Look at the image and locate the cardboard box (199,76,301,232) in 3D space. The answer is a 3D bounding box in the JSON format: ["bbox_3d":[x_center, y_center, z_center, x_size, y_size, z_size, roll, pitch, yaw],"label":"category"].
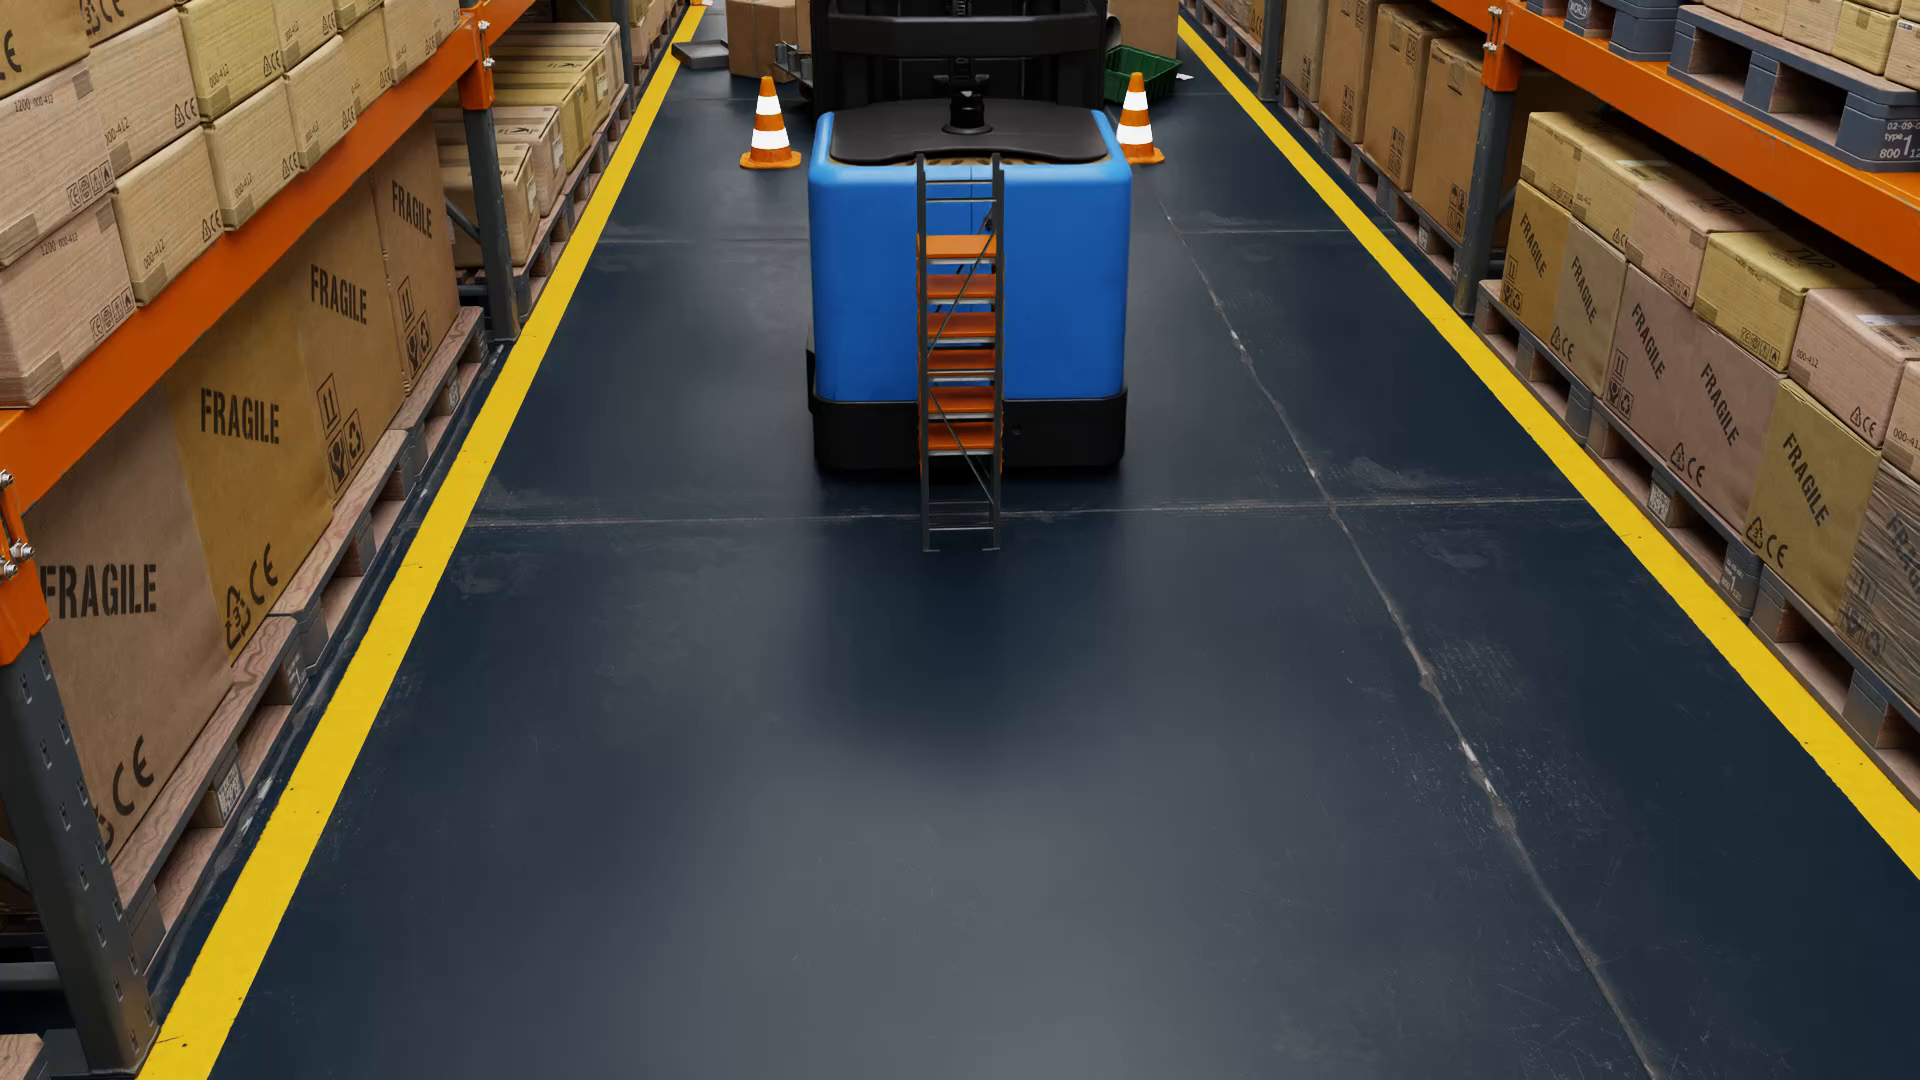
[{"bbox_3d":[-1.904,-0.918,3.928,0.500,0.250,0.500,-2,28,-3],"label":"cardboard box"}]

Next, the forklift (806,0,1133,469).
[{"bbox_3d":[-0.015,-2.177,6.255,1.130,2.935,3.031,-1,28,-2],"label":"forklift"}]

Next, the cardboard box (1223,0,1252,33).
[{"bbox_3d":[2.401,-4.112,11.733,0.875,0.875,0.875,-1,28,-2],"label":"cardboard box"}]

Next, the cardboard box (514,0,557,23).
[{"bbox_3d":[-2.822,-3.559,10.539,0.500,0.500,0.500,-2,28,-3],"label":"cardboard box"}]

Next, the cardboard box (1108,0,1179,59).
[{"bbox_3d":[1.309,-3.744,11.885,0.500,0.500,0.500,3,28,6],"label":"cardboard box"}]

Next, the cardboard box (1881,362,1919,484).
[{"bbox_3d":[2.541,-0.213,3.853,0.500,0.250,0.500,-2,28,-4],"label":"cardboard box"}]

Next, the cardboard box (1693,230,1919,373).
[{"bbox_3d":[2.486,-0.694,4.776,0.500,0.250,0.500,-3,28,-5],"label":"cardboard box"}]

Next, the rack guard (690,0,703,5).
[{"bbox_3d":[-2.728,-4.697,13.715,1.175,0.500,0.348,-1,28,-3],"label":"rack guard"}]

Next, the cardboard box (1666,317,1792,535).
[{"bbox_3d":[2.493,-0.352,4.931,0.500,0.500,0.500,-2,28,-4],"label":"cardboard box"}]

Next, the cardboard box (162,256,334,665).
[{"bbox_3d":[-2.273,-0.244,4.318,0.875,0.875,0.875,-1,28,-1],"label":"cardboard box"}]

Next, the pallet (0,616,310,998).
[{"bbox_3d":[-2.221,0.583,3.903,1.003,0.211,1.213,-1,28,-3],"label":"pallet"}]

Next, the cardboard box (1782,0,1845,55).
[{"bbox_3d":[2.529,-1.443,4.590,0.380,0.149,0.250,-2,28,-4],"label":"cardboard box"}]

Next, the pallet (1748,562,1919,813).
[{"bbox_3d":[2.790,0.412,4.231,1.003,0.211,1.213,-1,28,-3],"label":"pallet"}]

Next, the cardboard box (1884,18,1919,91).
[{"bbox_3d":[2.556,-1.197,4.120,0.380,0.149,0.250,-3,28,-5],"label":"cardboard box"}]

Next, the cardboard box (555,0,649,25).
[{"bbox_3d":[-2.284,-3.572,10.562,0.500,0.500,0.500,0,28,0],"label":"cardboard box"}]

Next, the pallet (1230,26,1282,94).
[{"bbox_3d":[2.453,-3.276,11.303,1.003,0.211,1.213,-1,28,-3],"label":"pallet"}]

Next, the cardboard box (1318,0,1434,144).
[{"bbox_3d":[2.584,-2.618,9.004,1.050,0.750,0.750,-1,28,-3],"label":"cardboard box"}]

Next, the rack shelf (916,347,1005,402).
[{"bbox_3d":[-0.001,-0.499,5.006,0.258,0.103,0.180,-1,28,-3],"label":"rack shelf"}]

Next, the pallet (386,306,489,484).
[{"bbox_3d":[-2.349,-0.543,6.064,1.003,0.211,1.213,-1,28,-3],"label":"pallet"}]

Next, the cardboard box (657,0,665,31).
[{"bbox_3d":[-2.354,-3.730,11.678,0.500,0.250,0.500,-2,28,-3],"label":"cardboard box"}]

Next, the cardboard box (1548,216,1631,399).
[{"bbox_3d":[2.435,-0.825,5.837,0.500,0.500,0.500,-1,28,-2],"label":"cardboard box"}]

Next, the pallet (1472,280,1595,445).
[{"bbox_3d":[2.663,-0.715,6.392,1.003,0.211,1.213,-1,28,-3],"label":"pallet"}]

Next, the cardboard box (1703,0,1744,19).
[{"bbox_3d":[2.506,-1.679,5.044,0.380,0.149,0.250,-1,28,-1],"label":"cardboard box"}]

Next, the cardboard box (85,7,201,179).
[{"bbox_3d":[-1.902,-0.904,3.361,0.500,0.250,0.500,-1,28,-2],"label":"cardboard box"}]

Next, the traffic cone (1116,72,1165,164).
[{"bbox_3d":[0.977,-2.379,9.310,0.336,0.463,0.334,-1,28,-3],"label":"traffic cone"}]

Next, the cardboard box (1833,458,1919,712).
[{"bbox_3d":[2.542,0.122,4.022,0.500,0.500,0.500,-2,28,-4],"label":"cardboard box"}]

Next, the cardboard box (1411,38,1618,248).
[{"bbox_3d":[2.682,-1.784,7.406,1.050,0.750,0.750,-2,28,-3],"label":"cardboard box"}]

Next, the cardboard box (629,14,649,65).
[{"bbox_3d":[-2.284,-3.239,10.736,0.500,0.250,0.500,-3,28,-5],"label":"cardboard box"}]

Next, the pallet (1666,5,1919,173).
[{"bbox_3d":[2.768,-1.314,4.733,1.003,0.211,1.213,-1,28,-3],"label":"pallet"}]

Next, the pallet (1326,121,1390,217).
[{"bbox_3d":[2.597,-2.004,8.863,1.003,0.211,1.213,-1,28,-3],"label":"pallet"}]

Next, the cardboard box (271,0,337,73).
[{"bbox_3d":[-1.930,-1.371,4.257,0.500,0.250,0.500,-2,28,-4],"label":"cardboard box"}]

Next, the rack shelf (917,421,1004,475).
[{"bbox_3d":[-0.001,-0.286,5.117,0.258,0.103,0.180,-1,28,-3],"label":"rack shelf"}]

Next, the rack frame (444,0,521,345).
[{"bbox_3d":[-2.314,-2.146,6.120,1.000,3.000,0.127,-1,28,-3],"label":"rack frame"}]

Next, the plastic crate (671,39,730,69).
[{"bbox_3d":[-1.786,-3.443,11.766,0.402,0.080,0.583,-11,30,-20],"label":"plastic crate"}]

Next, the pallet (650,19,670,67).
[{"bbox_3d":[-2.660,-3.631,11.983,1.003,0.211,1.213,-1,28,-3],"label":"pallet"}]

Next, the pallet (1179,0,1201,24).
[{"bbox_3d":[2.326,-4.403,13.463,1.003,0.211,1.213,-1,28,-3],"label":"pallet"}]

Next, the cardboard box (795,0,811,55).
[{"bbox_3d":[-0.747,-3.277,10.174,0.500,0.500,0.500,-1,28,-3],"label":"cardboard box"}]

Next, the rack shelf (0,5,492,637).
[{"bbox_3d":[-2.210,-0.903,4.516,1.077,0.370,4.000,-1,28,-3],"label":"rack shelf"}]

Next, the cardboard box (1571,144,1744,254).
[{"bbox_3d":[2.444,-1.164,5.676,0.500,0.250,0.500,-2,28,-3],"label":"cardboard box"}]

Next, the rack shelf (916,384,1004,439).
[{"bbox_3d":[-0.001,-0.393,5.061,0.258,0.103,0.180,-1,28,-3],"label":"rack shelf"}]

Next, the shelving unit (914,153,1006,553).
[{"bbox_3d":[-0.001,-0.539,4.985,0.258,1.200,0.189,-1,28,-3],"label":"shelving unit"}]

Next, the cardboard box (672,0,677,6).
[{"bbox_3d":[-2.402,-4.201,12.580,0.500,0.250,0.500,-1,28,-2],"label":"cardboard box"}]

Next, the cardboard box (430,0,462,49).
[{"bbox_3d":[-2.029,-1.852,5.719,0.500,0.250,0.500,-2,28,-4],"label":"cardboard box"}]

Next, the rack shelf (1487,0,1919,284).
[{"bbox_3d":[2.728,-1.069,4.835,1.077,0.370,4.000,-1,28,-3],"label":"rack shelf"}]

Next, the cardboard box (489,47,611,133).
[{"bbox_3d":[-2.452,-2.440,9.072,0.950,0.372,0.625,0,28,1],"label":"cardboard box"}]

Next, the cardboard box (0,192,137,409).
[{"bbox_3d":[-1.865,-0.442,3.015,0.500,0.250,0.500,-2,28,-4],"label":"cardboard box"}]

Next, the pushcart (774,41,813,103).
[{"bbox_3d":[-0.249,-2.908,10.418,1.648,0.377,0.936,-11,30,-20],"label":"pushcart"}]

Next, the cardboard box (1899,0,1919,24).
[{"bbox_3d":[2.559,-1.333,4.058,0.380,0.149,0.250,-3,28,-5],"label":"cardboard box"}]

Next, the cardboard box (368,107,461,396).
[{"bbox_3d":[-2.361,-1.069,5.899,0.875,0.875,0.875,-2,28,-3],"label":"cardboard box"}]

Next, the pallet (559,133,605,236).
[{"bbox_3d":[-2.414,-1.832,8.535,1.003,0.211,1.213,-1,28,-3],"label":"pallet"}]

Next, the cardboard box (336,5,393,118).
[{"bbox_3d":[-1.976,-1.384,4.821,0.500,0.250,0.500,-2,28,-3],"label":"cardboard box"}]

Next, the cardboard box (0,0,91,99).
[{"bbox_3d":[-1.841,-0.996,2.727,0.500,0.500,0.500,-1,28,-2],"label":"cardboard box"}]

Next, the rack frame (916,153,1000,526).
[{"bbox_3d":[-0.006,-0.581,5.066,0.240,1.200,0.006,-1,28,-3],"label":"rack frame"}]

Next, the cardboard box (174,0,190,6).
[{"bbox_3d":[-1.919,-1.462,3.621,0.500,0.500,0.500,-2,28,-4],"label":"cardboard box"}]

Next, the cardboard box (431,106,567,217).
[{"bbox_3d":[-2.381,-1.769,7.785,0.950,0.372,0.625,-2,28,-4],"label":"cardboard box"}]

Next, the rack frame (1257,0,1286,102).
[{"bbox_3d":[2.415,-4.159,9.981,1.000,3.000,0.127,-1,28,-3],"label":"rack frame"}]
